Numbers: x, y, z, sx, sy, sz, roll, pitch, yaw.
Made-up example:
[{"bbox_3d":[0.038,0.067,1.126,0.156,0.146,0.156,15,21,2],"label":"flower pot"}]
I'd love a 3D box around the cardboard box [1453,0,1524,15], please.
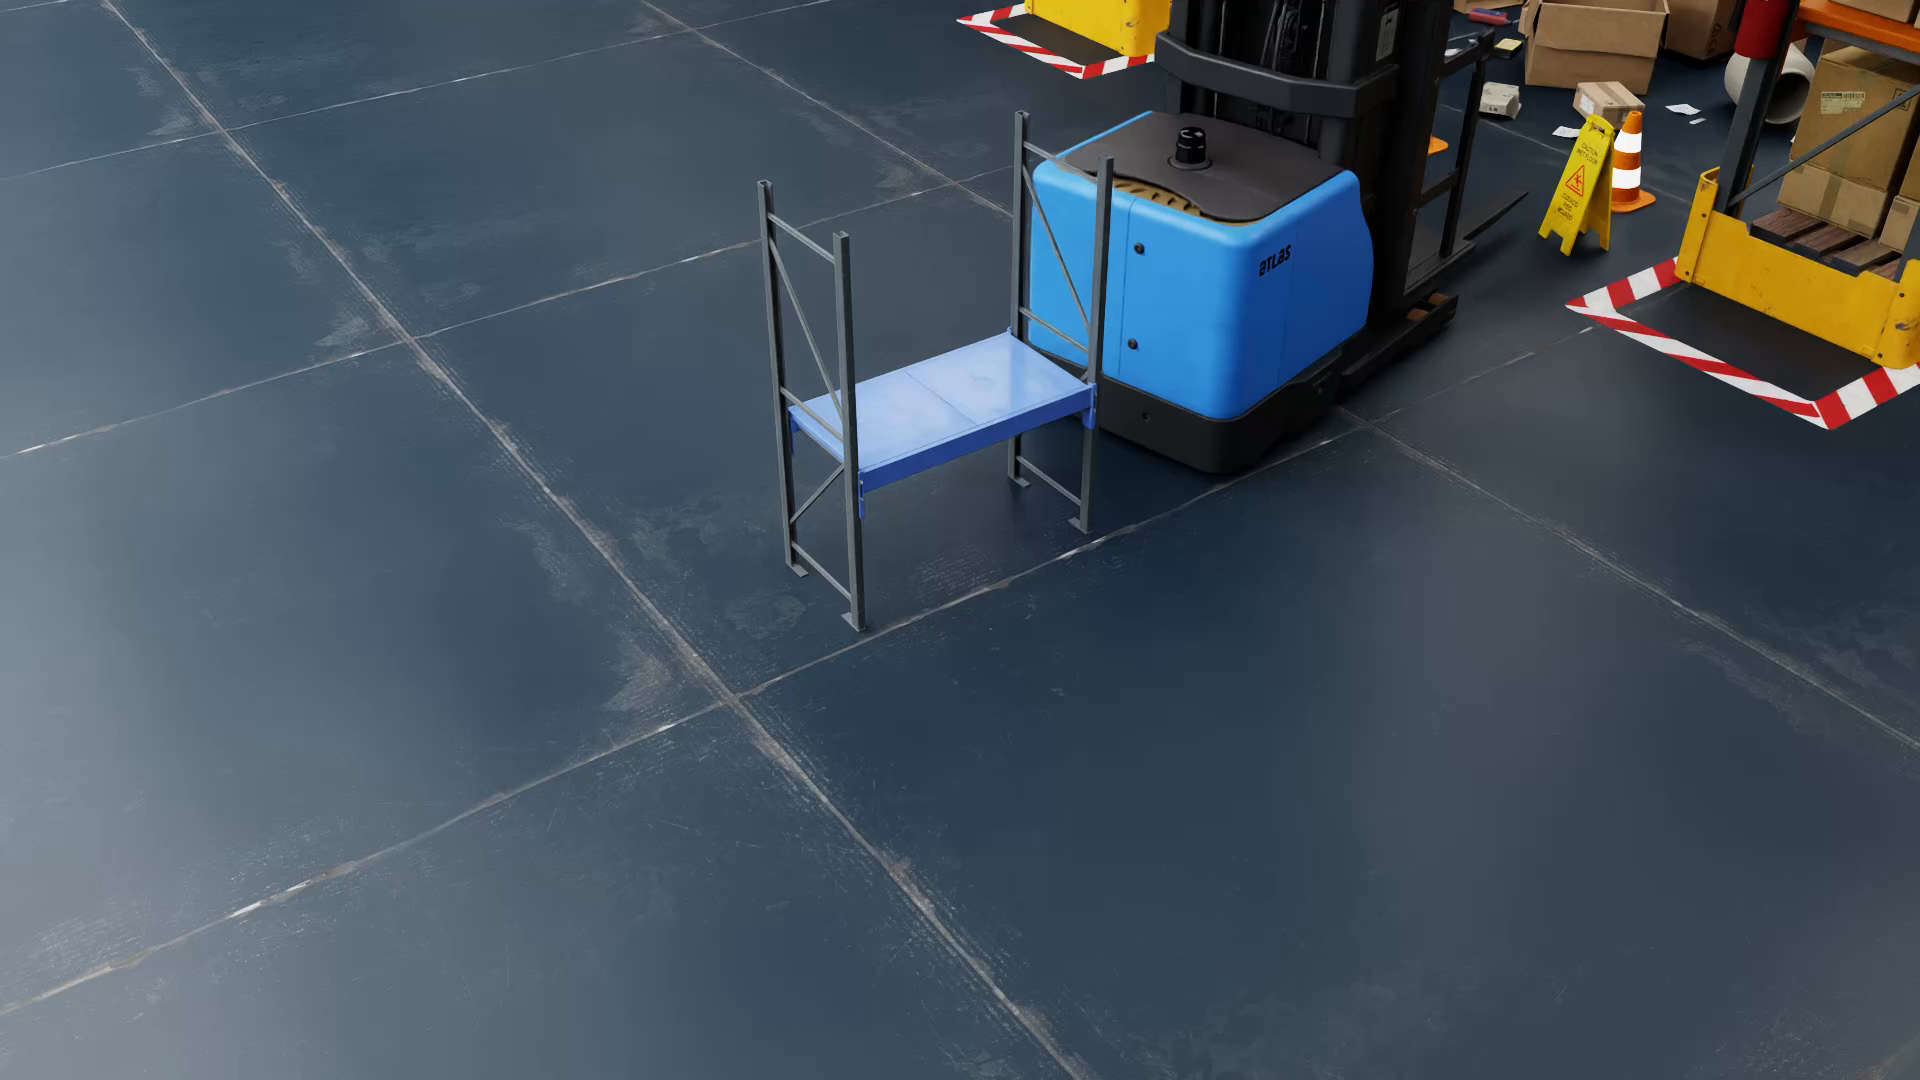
[{"bbox_3d":[3.498,-3.909,11.255,0.500,0.500,0.500,-15,38,-20],"label":"cardboard box"}]

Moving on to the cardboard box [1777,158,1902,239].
[{"bbox_3d":[4.366,-1.723,8.073,0.500,0.250,0.500,-23,41,-28],"label":"cardboard box"}]

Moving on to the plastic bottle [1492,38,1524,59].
[{"bbox_3d":[3.478,-3.125,10.543,0.133,0.061,0.283,22,41,28],"label":"plastic bottle"}]

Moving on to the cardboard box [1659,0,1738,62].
[{"bbox_3d":[4.577,-3.420,10.458,0.503,0.637,0.797,-22,41,-28],"label":"cardboard box"}]

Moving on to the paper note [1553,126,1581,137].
[{"bbox_3d":[3.467,-2.324,9.454,0.148,0.019,0.142,22,41,28],"label":"paper note"}]

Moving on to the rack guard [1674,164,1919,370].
[{"bbox_3d":[3.903,-1.272,7.590,0.348,0.500,1.175,-22,41,-28],"label":"rack guard"}]

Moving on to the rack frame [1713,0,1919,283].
[{"bbox_3d":[3.841,-2.261,6.825,0.127,3.000,1.000,-22,41,-28],"label":"rack frame"}]

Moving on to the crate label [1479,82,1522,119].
[{"bbox_3d":[3.138,-2.568,9.704,0.250,0.136,0.298,15,38,20],"label":"crate label"}]

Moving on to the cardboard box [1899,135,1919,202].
[{"bbox_3d":[4.678,-1.767,7.491,0.500,0.500,0.500,-24,42,-29],"label":"cardboard box"}]

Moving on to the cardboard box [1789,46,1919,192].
[{"bbox_3d":[4.345,-2.013,7.834,0.500,0.500,0.500,-22,41,-28],"label":"cardboard box"}]

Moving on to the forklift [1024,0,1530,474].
[{"bbox_3d":[1.611,-2.233,6.845,1.130,2.935,3.031,27,44,32],"label":"forklift"}]

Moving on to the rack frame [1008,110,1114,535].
[{"bbox_3d":[0.346,-0.751,6.010,0.032,1.500,0.500,-22,41,-28],"label":"rack frame"}]

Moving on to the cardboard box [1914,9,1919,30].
[{"bbox_3d":[4.237,-2.174,6.919,0.250,0.149,0.380,-22,41,-28],"label":"cardboard box"}]

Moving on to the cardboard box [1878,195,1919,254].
[{"bbox_3d":[4.659,-1.454,7.699,0.500,0.250,0.500,-23,42,-28],"label":"cardboard box"}]

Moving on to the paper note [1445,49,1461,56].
[{"bbox_3d":[3.132,-3.086,10.517,0.142,0.017,0.144,-9,37,-12],"label":"paper note"}]

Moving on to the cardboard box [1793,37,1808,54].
[{"bbox_3d":[5.208,-3.247,10.537,0.258,0.266,0.396,9,37,12],"label":"cardboard box"}]

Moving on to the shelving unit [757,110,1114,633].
[{"bbox_3d":[-0.070,-0.580,5.772,1.048,1.500,0.538,-22,41,-28],"label":"shelving unit"}]

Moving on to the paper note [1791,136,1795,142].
[{"bbox_3d":[4.749,-2.240,9.338,0.142,0.019,0.148,22,41,28],"label":"paper note"}]

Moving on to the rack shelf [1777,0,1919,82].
[{"bbox_3d":[5.475,-2.642,7.970,4.000,0.370,1.077,-22,41,-28],"label":"rack shelf"}]

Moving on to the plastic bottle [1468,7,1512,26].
[{"bbox_3d":[3.524,-3.457,11.004,0.283,0.061,0.133,22,41,28],"label":"plastic bottle"}]

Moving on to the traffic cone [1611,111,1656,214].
[{"bbox_3d":[3.449,-1.991,8.622,0.334,0.463,0.336,-22,41,-28],"label":"traffic cone"}]

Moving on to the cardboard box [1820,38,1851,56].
[{"bbox_3d":[5.450,-2.882,9.826,0.500,0.500,0.500,3,36,4],"label":"cardboard box"}]

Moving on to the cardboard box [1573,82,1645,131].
[{"bbox_3d":[3.748,-2.508,9.610,0.250,0.149,0.380,-3,36,-4],"label":"cardboard box"}]

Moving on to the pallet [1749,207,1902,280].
[{"bbox_3d":[4.587,-1.411,8.031,1.213,0.211,1.003,-22,41,-28],"label":"pallet"}]

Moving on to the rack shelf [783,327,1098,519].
[{"bbox_3d":[-0.070,-0.434,5.877,1.000,0.185,0.538,-22,41,-28],"label":"rack shelf"}]

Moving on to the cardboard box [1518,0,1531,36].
[{"bbox_3d":[3.832,-3.368,10.705,0.258,0.266,0.396,-15,38,-20],"label":"cardboard box"}]

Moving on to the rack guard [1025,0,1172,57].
[{"bbox_3d":[0.887,-3.566,10.781,0.348,0.500,1.175,-22,41,-28],"label":"rack guard"}]

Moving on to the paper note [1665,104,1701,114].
[{"bbox_3d":[4.247,-2.533,9.756,0.142,0.019,0.148,-9,37,-12],"label":"paper note"}]

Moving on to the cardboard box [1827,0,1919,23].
[{"bbox_3d":[4.023,-2.387,7.215,0.250,0.149,0.380,-21,41,-26],"label":"cardboard box"}]

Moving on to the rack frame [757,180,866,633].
[{"bbox_3d":[-0.485,-0.409,5.534,0.032,1.500,0.500,-22,41,-28],"label":"rack frame"}]

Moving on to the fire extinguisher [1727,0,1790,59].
[{"bbox_3d":[3.482,-2.411,7.099,0.183,0.674,0.296,-22,41,-28],"label":"fire extinguisher"}]

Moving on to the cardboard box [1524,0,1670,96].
[{"bbox_3d":[3.818,-3.047,10.055,0.797,0.503,0.637,9,37,12],"label":"cardboard box"}]

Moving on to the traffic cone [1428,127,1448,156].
[{"bbox_3d":[2.532,-2.407,9.200,0.334,0.463,0.336,-22,41,-28],"label":"traffic cone"}]

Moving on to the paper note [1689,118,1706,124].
[{"bbox_3d":[4.262,-2.421,9.607,0.123,0.001,0.032,-22,41,-28],"label":"paper note"}]

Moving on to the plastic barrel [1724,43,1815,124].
[{"bbox_3d":[4.657,-2.632,9.547,0.421,0.421,0.512,3,36,4],"label":"plastic barrel"}]

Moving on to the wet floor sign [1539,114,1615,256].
[{"bbox_3d":[3.069,-1.752,8.133,0.232,0.644,0.267,-9,37,-12],"label":"wet floor sign"}]
